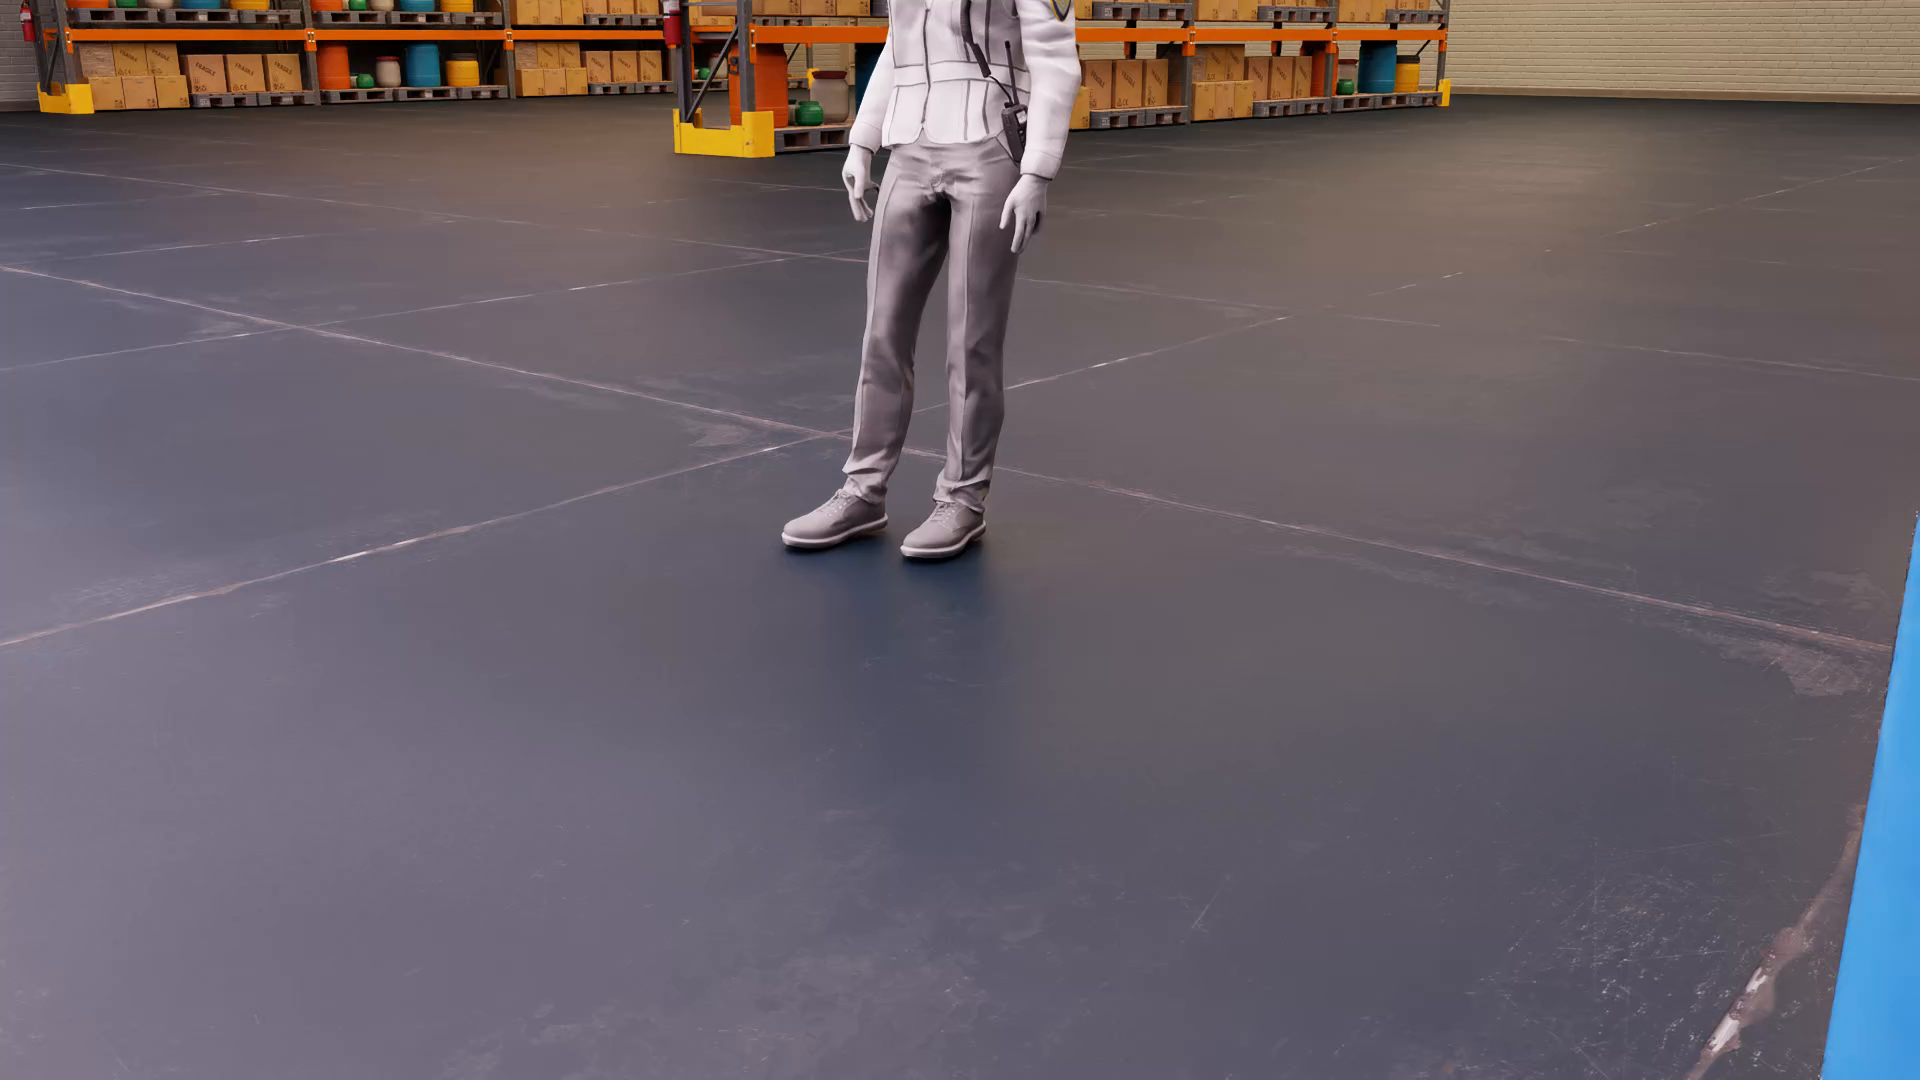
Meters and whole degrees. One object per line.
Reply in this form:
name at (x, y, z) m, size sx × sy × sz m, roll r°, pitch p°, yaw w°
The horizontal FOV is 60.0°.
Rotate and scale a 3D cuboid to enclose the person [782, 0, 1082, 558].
person at (-0.048, -0.803, 3.647) m, size 0.588 × 1.695 × 0.531 m, roll 13°, pitch 21°, yaw 37°
